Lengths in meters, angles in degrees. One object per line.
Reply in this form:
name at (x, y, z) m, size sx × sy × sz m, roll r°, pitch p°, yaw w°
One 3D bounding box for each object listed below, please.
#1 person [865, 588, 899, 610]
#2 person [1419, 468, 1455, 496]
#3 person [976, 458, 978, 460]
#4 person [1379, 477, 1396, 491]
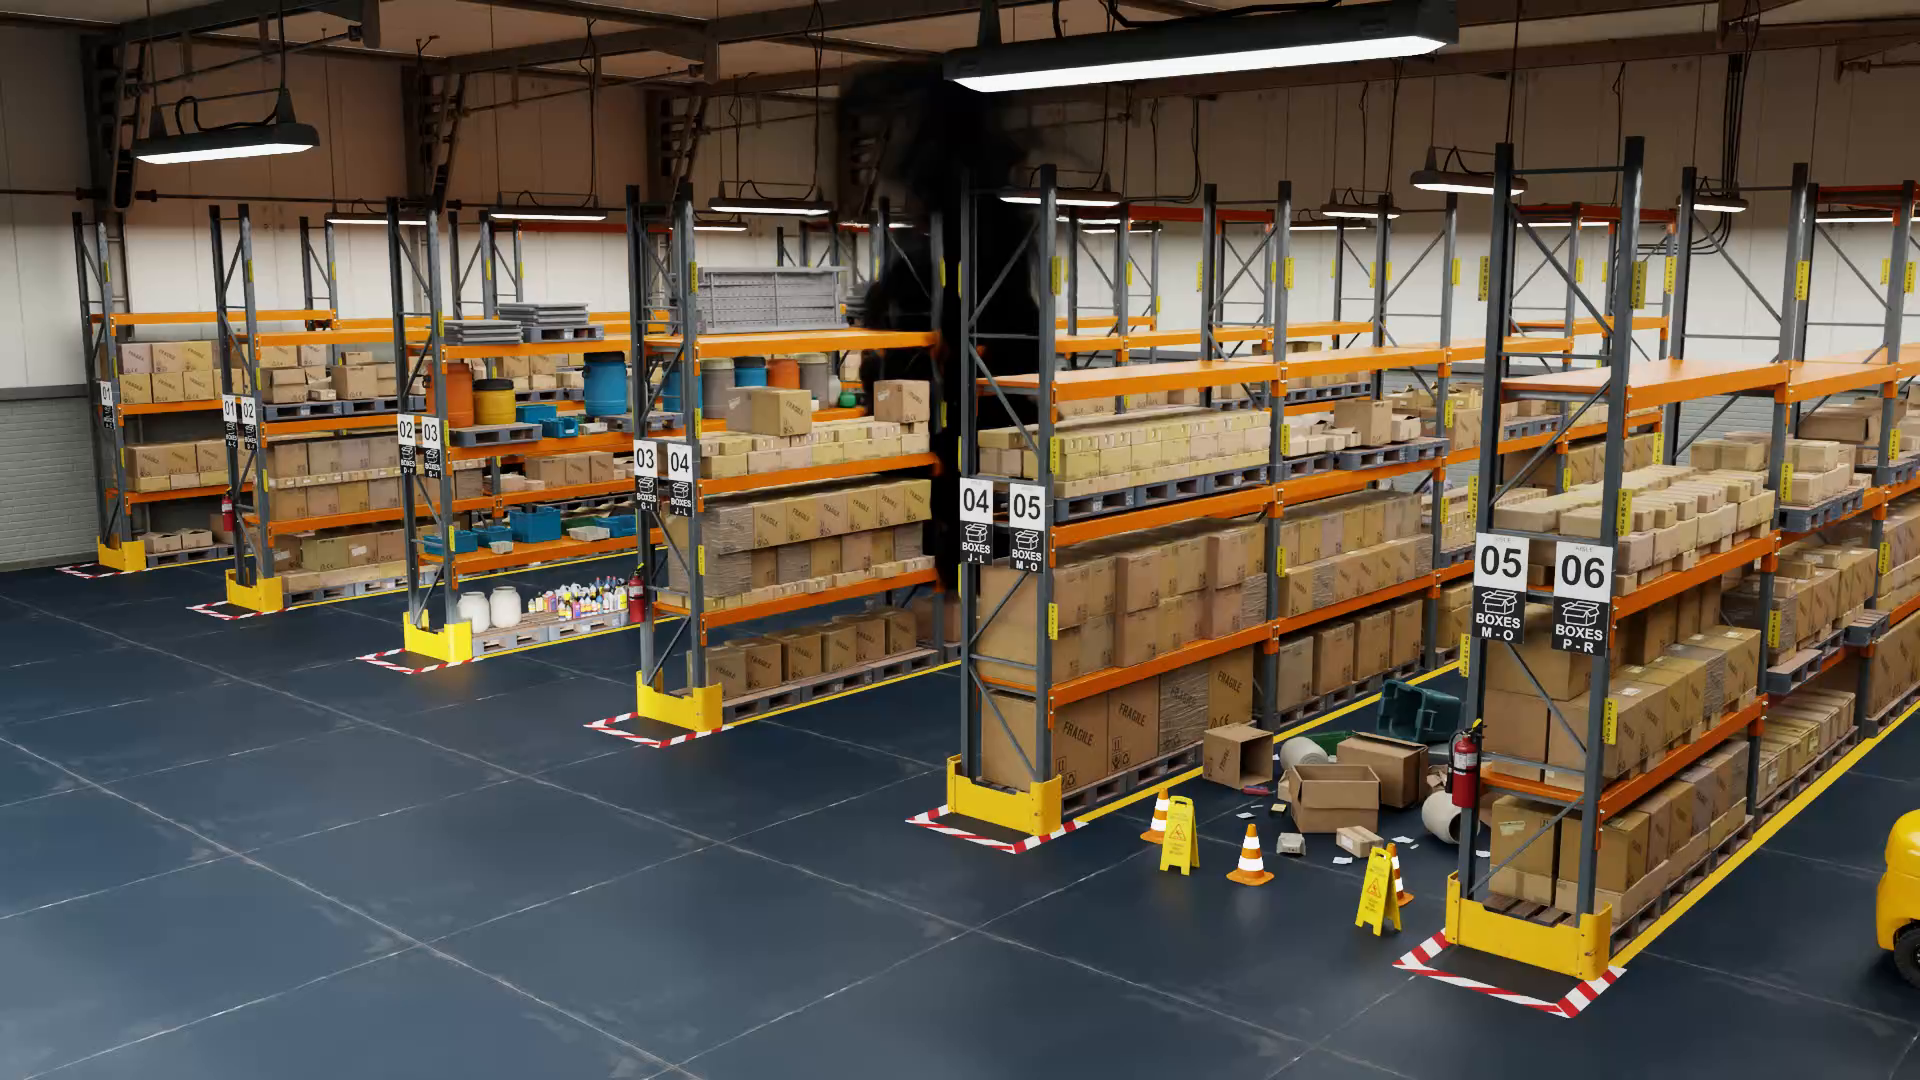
person at (-1.146, 0.166, 23.261) m, size 0.656 × 1.881 × 0.723 m, roll 6°, pitch 11°, yaw 30°
person at (8.628, -0.559, 29.932) m, size 0.655 × 1.558 × 0.652 m, roll -1°, pitch 10°, yaw -6°
person at (0.099, -1.418, 34.546) m, size 0.718 × 1.731 × 0.699 m, roll 7°, pitch 12°, yaw 36°
person at (7.941, -0.854, 31.408) m, size 0.533 × 1.662 × 0.588 m, roll 9°, pitch 13°, yaw 42°
